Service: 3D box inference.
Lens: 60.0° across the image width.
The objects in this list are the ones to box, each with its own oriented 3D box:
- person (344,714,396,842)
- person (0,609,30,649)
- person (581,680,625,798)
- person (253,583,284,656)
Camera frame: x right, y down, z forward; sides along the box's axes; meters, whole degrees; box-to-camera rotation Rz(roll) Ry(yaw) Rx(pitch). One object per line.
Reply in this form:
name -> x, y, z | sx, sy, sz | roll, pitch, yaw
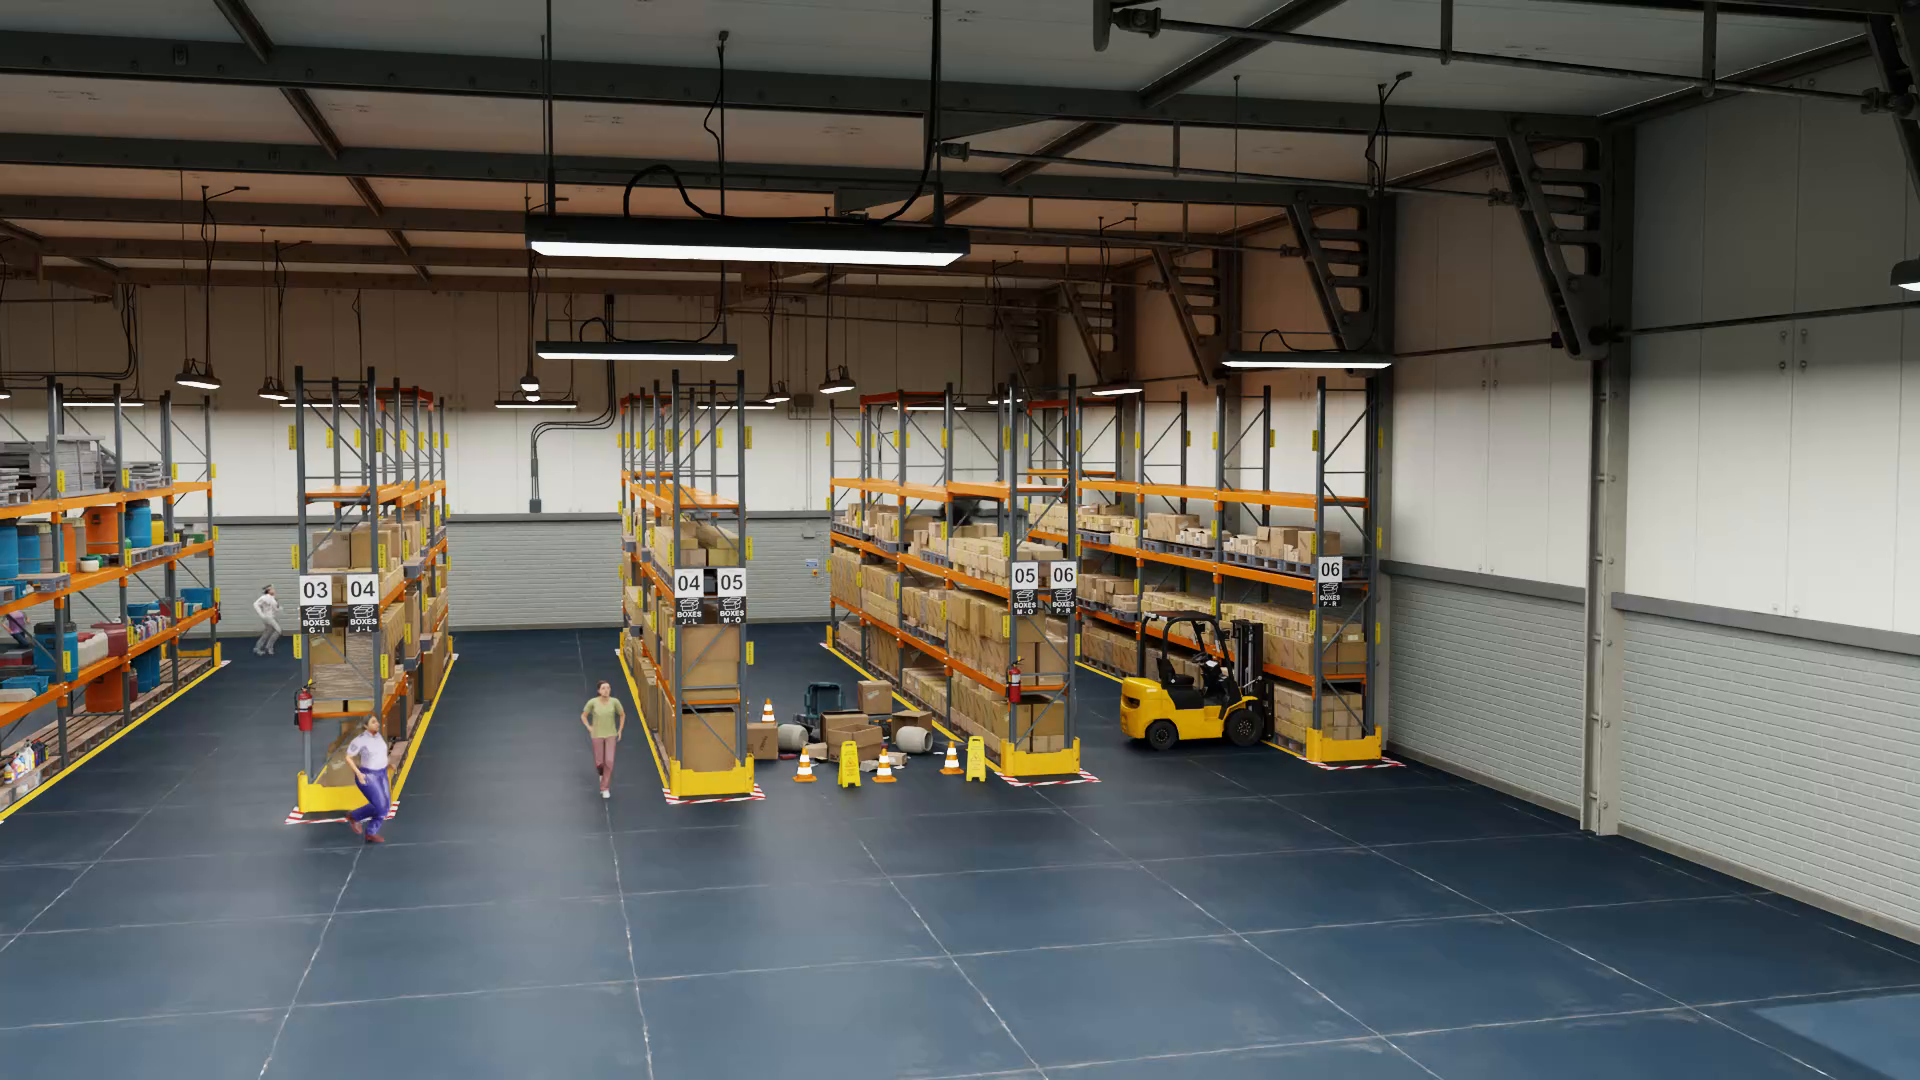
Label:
person -> -7.331, 2.974, 20.761 | 0.546, 1.605, 0.615 | 1, 4, 19
person -> -20.799, 2.053, 36.700 | 0.678, 1.587, 0.655 | 1, 4, 16
person -> -5.045, 2.795, 23.558 | 0.612, 1.647, 0.564 | -1, 4, -15
person -> -16.134, 1.852, 38.774 | 0.718, 1.688, 0.600 | 0, 3, -5
